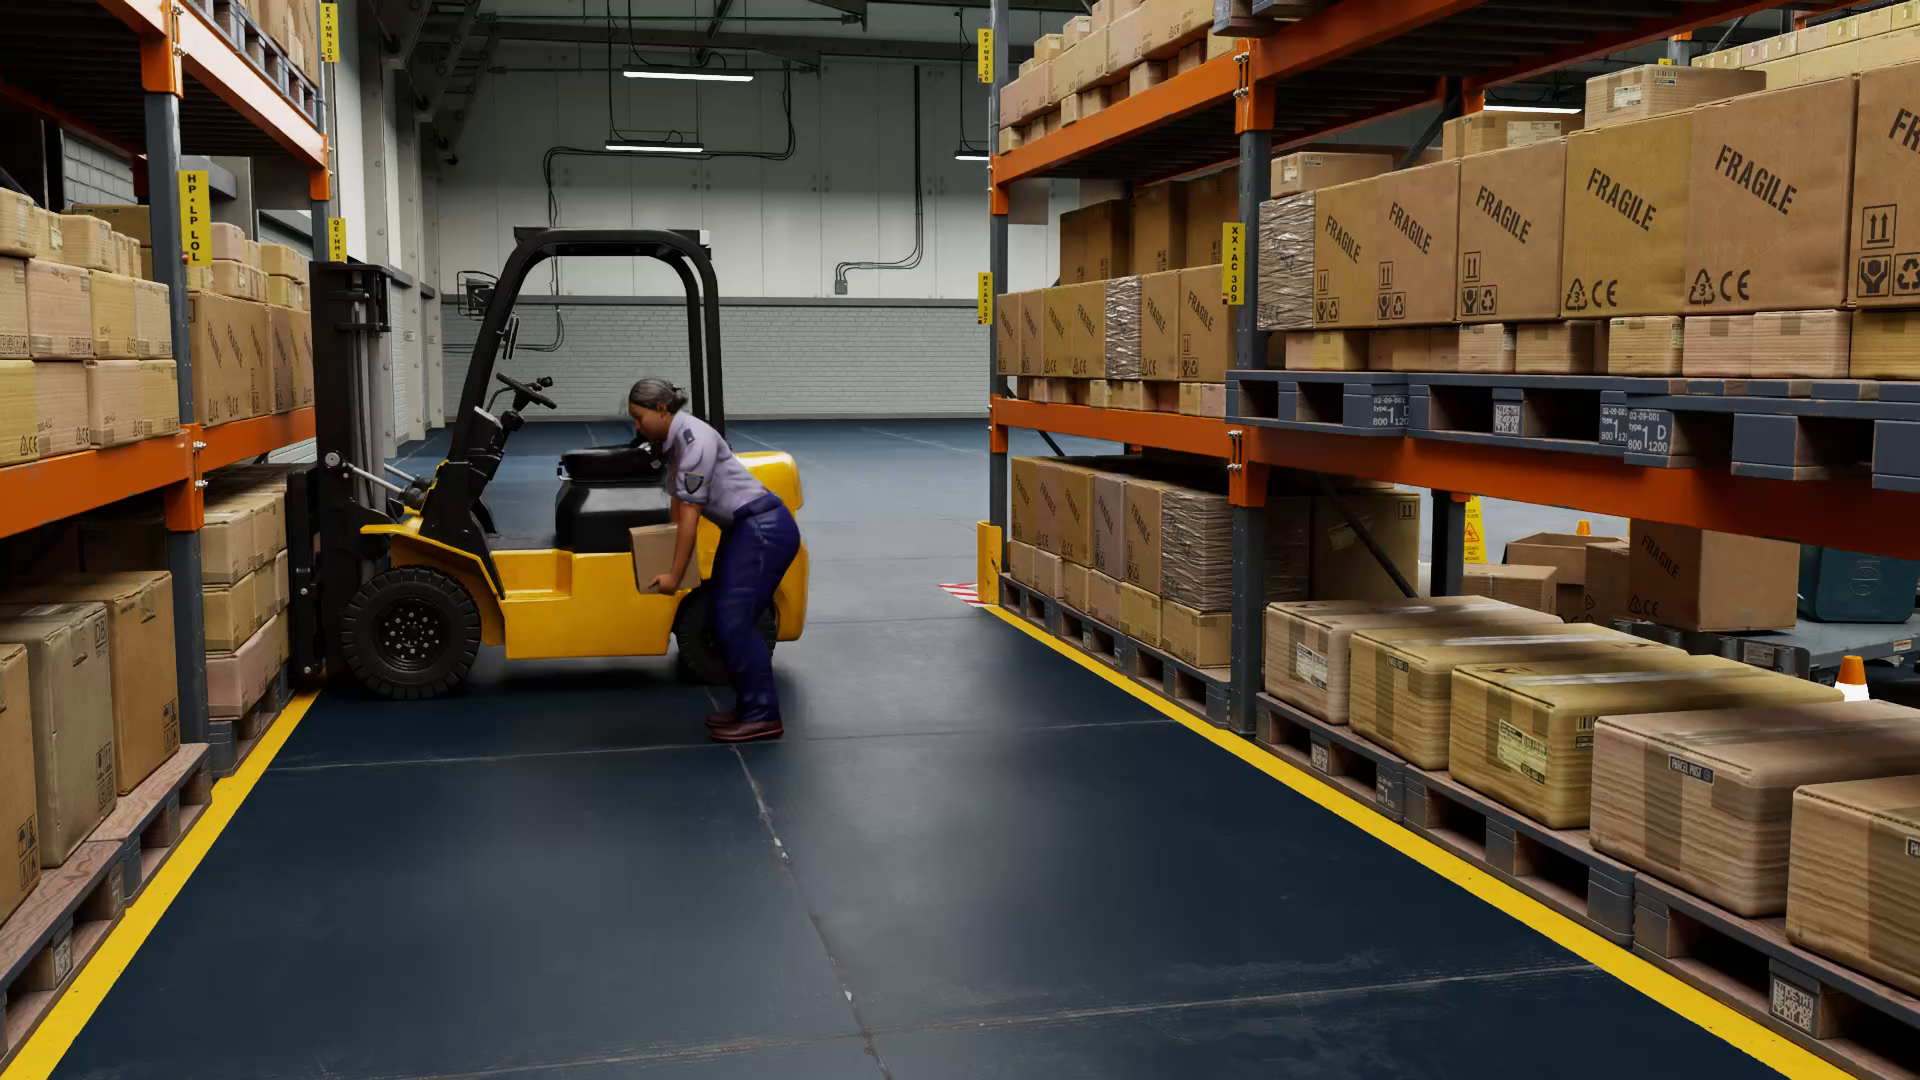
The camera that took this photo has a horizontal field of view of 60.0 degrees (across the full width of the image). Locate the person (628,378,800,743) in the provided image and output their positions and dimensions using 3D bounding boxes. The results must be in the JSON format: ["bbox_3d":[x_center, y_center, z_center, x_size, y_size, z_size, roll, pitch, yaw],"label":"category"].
[{"bbox_3d":[-1.011,0.075,6.867,0.684,1.482,0.450,-2,6,-15],"label":"person"}]
